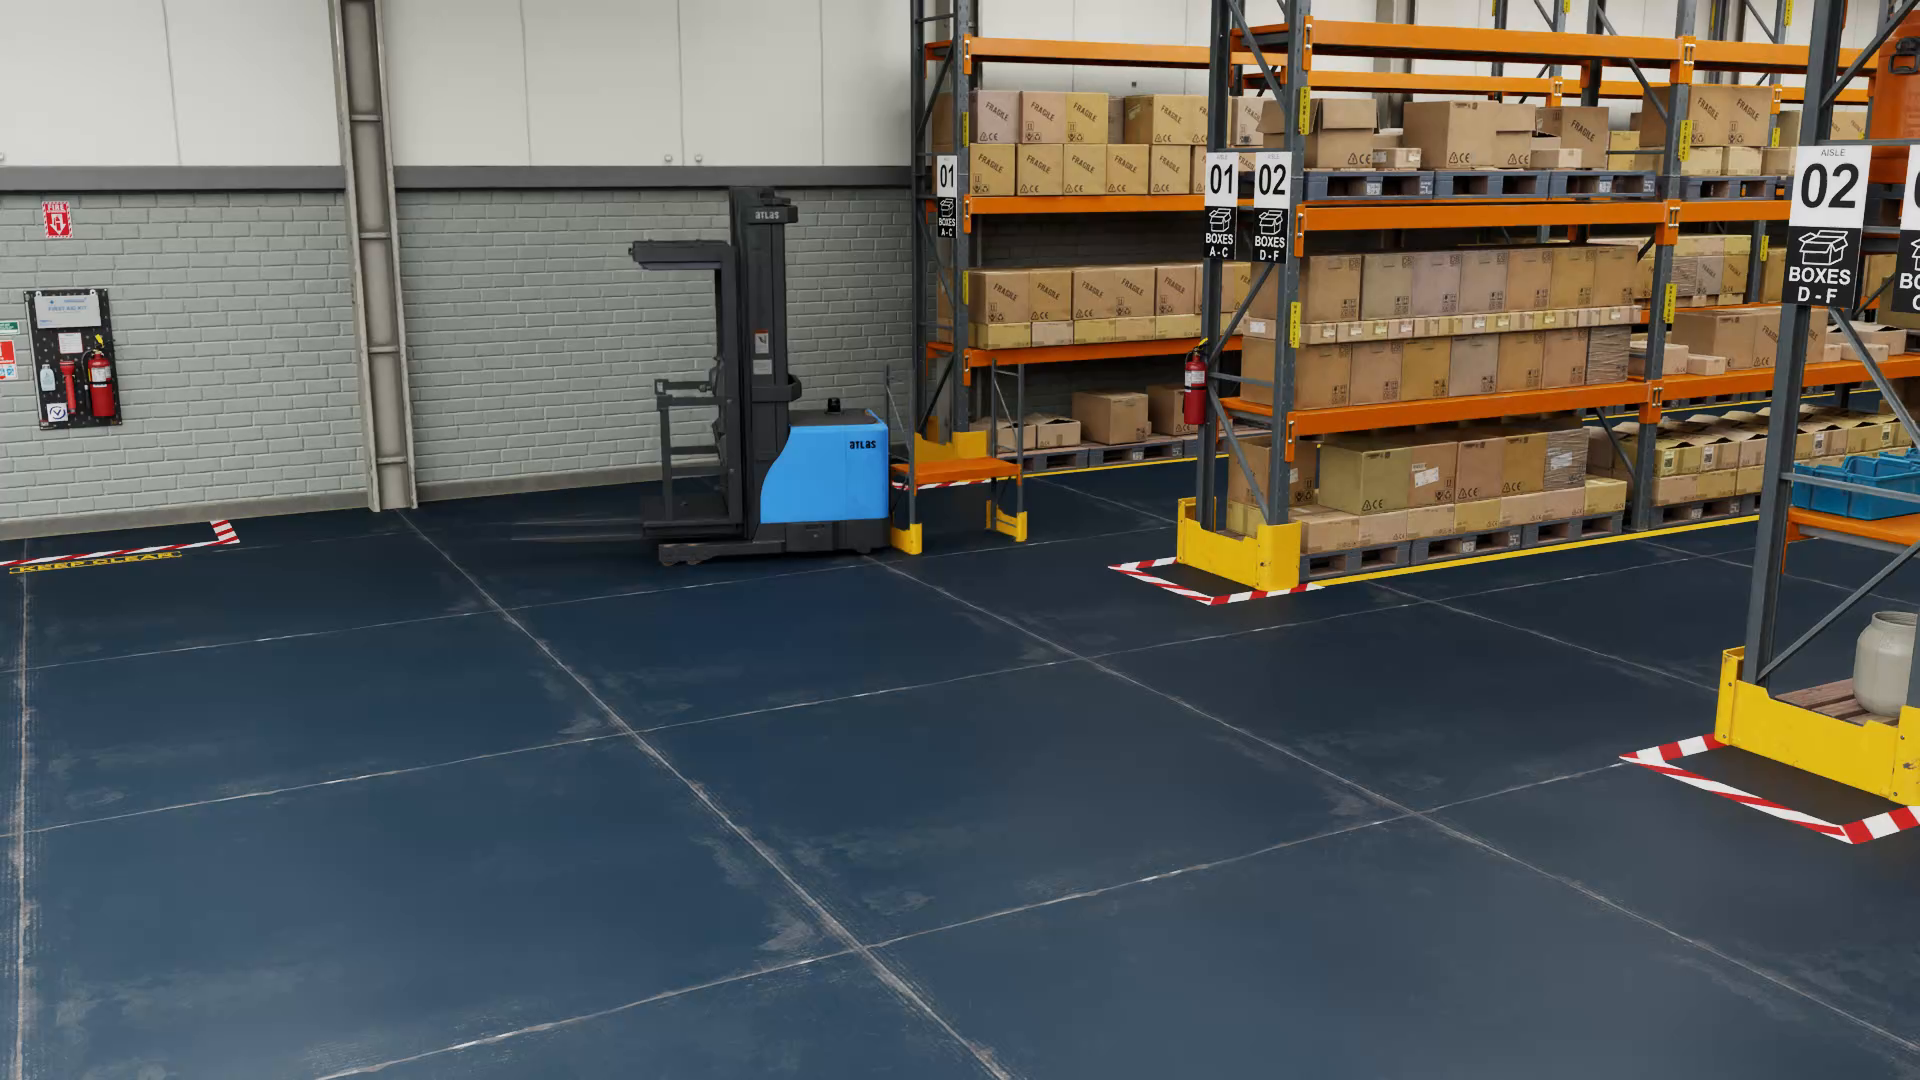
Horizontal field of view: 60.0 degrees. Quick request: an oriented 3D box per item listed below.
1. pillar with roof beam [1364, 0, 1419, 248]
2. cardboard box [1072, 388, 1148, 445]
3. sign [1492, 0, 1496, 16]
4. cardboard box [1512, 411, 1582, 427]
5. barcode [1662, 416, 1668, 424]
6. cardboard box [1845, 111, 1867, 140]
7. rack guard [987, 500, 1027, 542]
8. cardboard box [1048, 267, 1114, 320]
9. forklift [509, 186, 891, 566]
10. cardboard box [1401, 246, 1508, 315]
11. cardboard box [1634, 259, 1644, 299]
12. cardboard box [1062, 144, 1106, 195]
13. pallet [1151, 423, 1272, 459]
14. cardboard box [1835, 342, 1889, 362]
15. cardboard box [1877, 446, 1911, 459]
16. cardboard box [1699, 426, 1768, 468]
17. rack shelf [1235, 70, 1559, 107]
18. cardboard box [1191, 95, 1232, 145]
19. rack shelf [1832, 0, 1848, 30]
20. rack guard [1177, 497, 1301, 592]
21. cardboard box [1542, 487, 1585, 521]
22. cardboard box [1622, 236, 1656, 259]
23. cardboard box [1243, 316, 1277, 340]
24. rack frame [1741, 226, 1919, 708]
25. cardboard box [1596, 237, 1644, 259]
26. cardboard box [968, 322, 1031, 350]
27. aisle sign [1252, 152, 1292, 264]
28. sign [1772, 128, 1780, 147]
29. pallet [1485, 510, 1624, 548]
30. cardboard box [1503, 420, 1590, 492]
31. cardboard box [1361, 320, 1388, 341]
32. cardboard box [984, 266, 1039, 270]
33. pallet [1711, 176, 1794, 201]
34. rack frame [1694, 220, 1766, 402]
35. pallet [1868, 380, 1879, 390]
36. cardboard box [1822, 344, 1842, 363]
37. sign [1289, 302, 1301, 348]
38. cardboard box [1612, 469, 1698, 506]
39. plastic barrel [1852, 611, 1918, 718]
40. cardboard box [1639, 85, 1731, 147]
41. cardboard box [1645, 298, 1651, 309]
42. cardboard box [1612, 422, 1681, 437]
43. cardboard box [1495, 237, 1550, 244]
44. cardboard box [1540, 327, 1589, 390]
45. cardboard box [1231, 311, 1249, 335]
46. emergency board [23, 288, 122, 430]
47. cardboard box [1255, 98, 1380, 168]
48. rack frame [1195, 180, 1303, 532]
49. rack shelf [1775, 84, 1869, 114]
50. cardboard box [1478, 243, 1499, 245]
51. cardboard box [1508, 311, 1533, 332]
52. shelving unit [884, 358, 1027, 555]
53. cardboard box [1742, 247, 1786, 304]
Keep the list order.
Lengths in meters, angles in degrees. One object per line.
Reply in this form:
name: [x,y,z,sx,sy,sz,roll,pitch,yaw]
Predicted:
pillar with roof beam: [7.321,-5.130,16.407,0.400,9.000,9.100,-7,14,-28]
cardboard box: [1.611,-1.339,17.918,0.500,0.500,0.700,-8,15,-31]
sign: [6.545,-6.569,20.314,0.005,0.325,0.100,-7,14,-28]
cardboard box: [5.123,-0.868,14.734,0.500,0.500,0.500,-7,14,-28]
barcode: [6.103,-1.038,14.392,0.075,0.075,0.001,-7,14,-28]
cardboard box: [11.964,-5.562,22.611,0.500,0.500,0.500,-7,14,-28]
rack guard: [0.399,-0.166,14.276,0.087,0.250,0.587,-7,14,-27]
cardboard box: [1.250,-2.559,17.236,0.500,0.500,0.500,-7,15,-30]
forklift: [-2.135,-1.352,13.439,3.031,2.935,1.130,-2,13,-11]
cardboard box: [3.972,-2.103,13.439,0.500,0.500,0.700,-7,14,-28]
cardboard box: [8.263,-3.313,21.049,0.500,0.500,0.500,-7,14,-28]
cardboard box: [1.148,-3.775,16.946,0.500,0.500,0.500,-6,14,-25]
pallet: [2.731,-1.144,18.711,1.213,0.211,1.003,-7,14,-28]
cardboard box: [8.534,-1.778,15.749,0.250,0.149,0.380,-7,14,-28]
cardboard box: [8.846,-0.809,16.180,0.500,0.250,0.500,-6,14,-27]
cardboard box: [7.058,-0.866,15.155,0.500,0.311,0.500,-7,15,-30]
rack shelf: [5.059,-5.173,19.148,4.000,0.370,1.077,-7,14,-28]
cardboard box: [2.515,-4.426,17.564,0.500,0.500,0.500,-6,14,-25]
rack shelf: [6.295,-2.843,8.795,4.000,0.370,1.077,-7,14,-28]
rack guard: [2.148,0.015,12.902,0.348,0.500,1.175,-7,14,-28]
cardboard box: [4.934,-0.349,14.135,0.500,0.250,0.500,-7,14,-28]
cardboard box: [8.689,-3.735,21.215,0.500,0.250,0.500,-7,15,-29]
cardboard box: [2.413,-1.649,12.899,0.250,0.149,0.380,-7,15,-29]
rack frame: [4.539,-0.252,8.396,0.127,3.000,1.000,-7,14,-28]
cardboard box: [8.244,-3.680,20.971,0.500,0.250,0.500,-7,14,-27]
cardboard box: [0.373,-2.088,16.850,0.500,0.250,0.500,-7,15,-29]
aisle sign: [2.258,-2.409,12.061,0.004,0.787,0.394,-7,14,-28]
sign: [10.593,-5.189,21.608,0.005,0.325,0.100,-7,14,-28]
pallet: [4.962,-0.192,14.479,1.213,0.211,1.003,-7,14,-28]
cardboard box: [4.933,-0.715,14.055,0.500,0.500,0.500,-7,14,-28]
cardboard box: [3.067,-1.626,12.797,0.250,0.149,0.380,-7,14,-28]
cardboard box: [0.551,-2.605,17.440,0.500,0.500,0.500,-7,14,-27]
pallet: [7.658,-3.213,15.151,1.213,0.211,1.003,-6,14,-25]
rack frame: [10.325,-3.423,22.489,0.127,3.000,1.000,-7,14,-28]
pallet: [13.172,-2.384,24.224,1.213,0.211,1.003,-7,14,-28]
cardboard box: [8.098,-1.781,15.762,0.250,0.149,0.380,-6,14,-24]
sign: [2.430,-1.560,12.057,0.005,0.325,0.100,-7,14,-28]
cardboard box: [6.153,-0.486,14.741,0.500,0.250,0.500,-7,15,-29]
plastic barrel: [5.080,0.673,8.996,0.421,0.512,0.421,0,13,0]
cardboard box: [6.240,-3.646,14.322,0.500,0.500,0.500,-7,14,-27]
cardboard box: [8.789,-3.069,21.443,0.250,0.149,0.380,-6,14,-26]
cardboard box: [6.352,-0.918,15.386,0.500,0.311,0.500,-6,14,-26]
cardboard box: [7.088,-3.670,20.925,0.500,0.250,0.500,-6,14,-26]
cardboard box: [4.834,-1.572,14.033,0.500,0.500,0.700,-7,14,-28]
cardboard box: [3.033,-2.410,18.282,0.500,0.250,0.500,-7,14,-28]
emergency board: [-7.462,-1.517,14.020,0.643,1.169,0.194,-7,14,-28]
cardboard box: [2.675,-3.053,12.502,0.637,0.503,0.797,-6,14,-24]
rack frame: [2.169,-1.207,12.639,0.127,3.000,1.000,-7,14,-28]
rack shelf: [12.080,-6.014,22.888,4.000,0.370,1.077,-7,14,-28]
cardboard box: [6.526,-3.540,20.301,0.250,0.149,0.380,-9,16,-35]
cardboard box: [4.429,-1.790,13.524,0.250,0.149,0.380,-6,14,-26]
shelving unit: [-0.041,-0.724,13.910,1.083,1.500,0.587,-7,14,-27]
cardboard box: [10.809,-3.624,22.695,0.700,0.700,0.980,-7,14,-27]
